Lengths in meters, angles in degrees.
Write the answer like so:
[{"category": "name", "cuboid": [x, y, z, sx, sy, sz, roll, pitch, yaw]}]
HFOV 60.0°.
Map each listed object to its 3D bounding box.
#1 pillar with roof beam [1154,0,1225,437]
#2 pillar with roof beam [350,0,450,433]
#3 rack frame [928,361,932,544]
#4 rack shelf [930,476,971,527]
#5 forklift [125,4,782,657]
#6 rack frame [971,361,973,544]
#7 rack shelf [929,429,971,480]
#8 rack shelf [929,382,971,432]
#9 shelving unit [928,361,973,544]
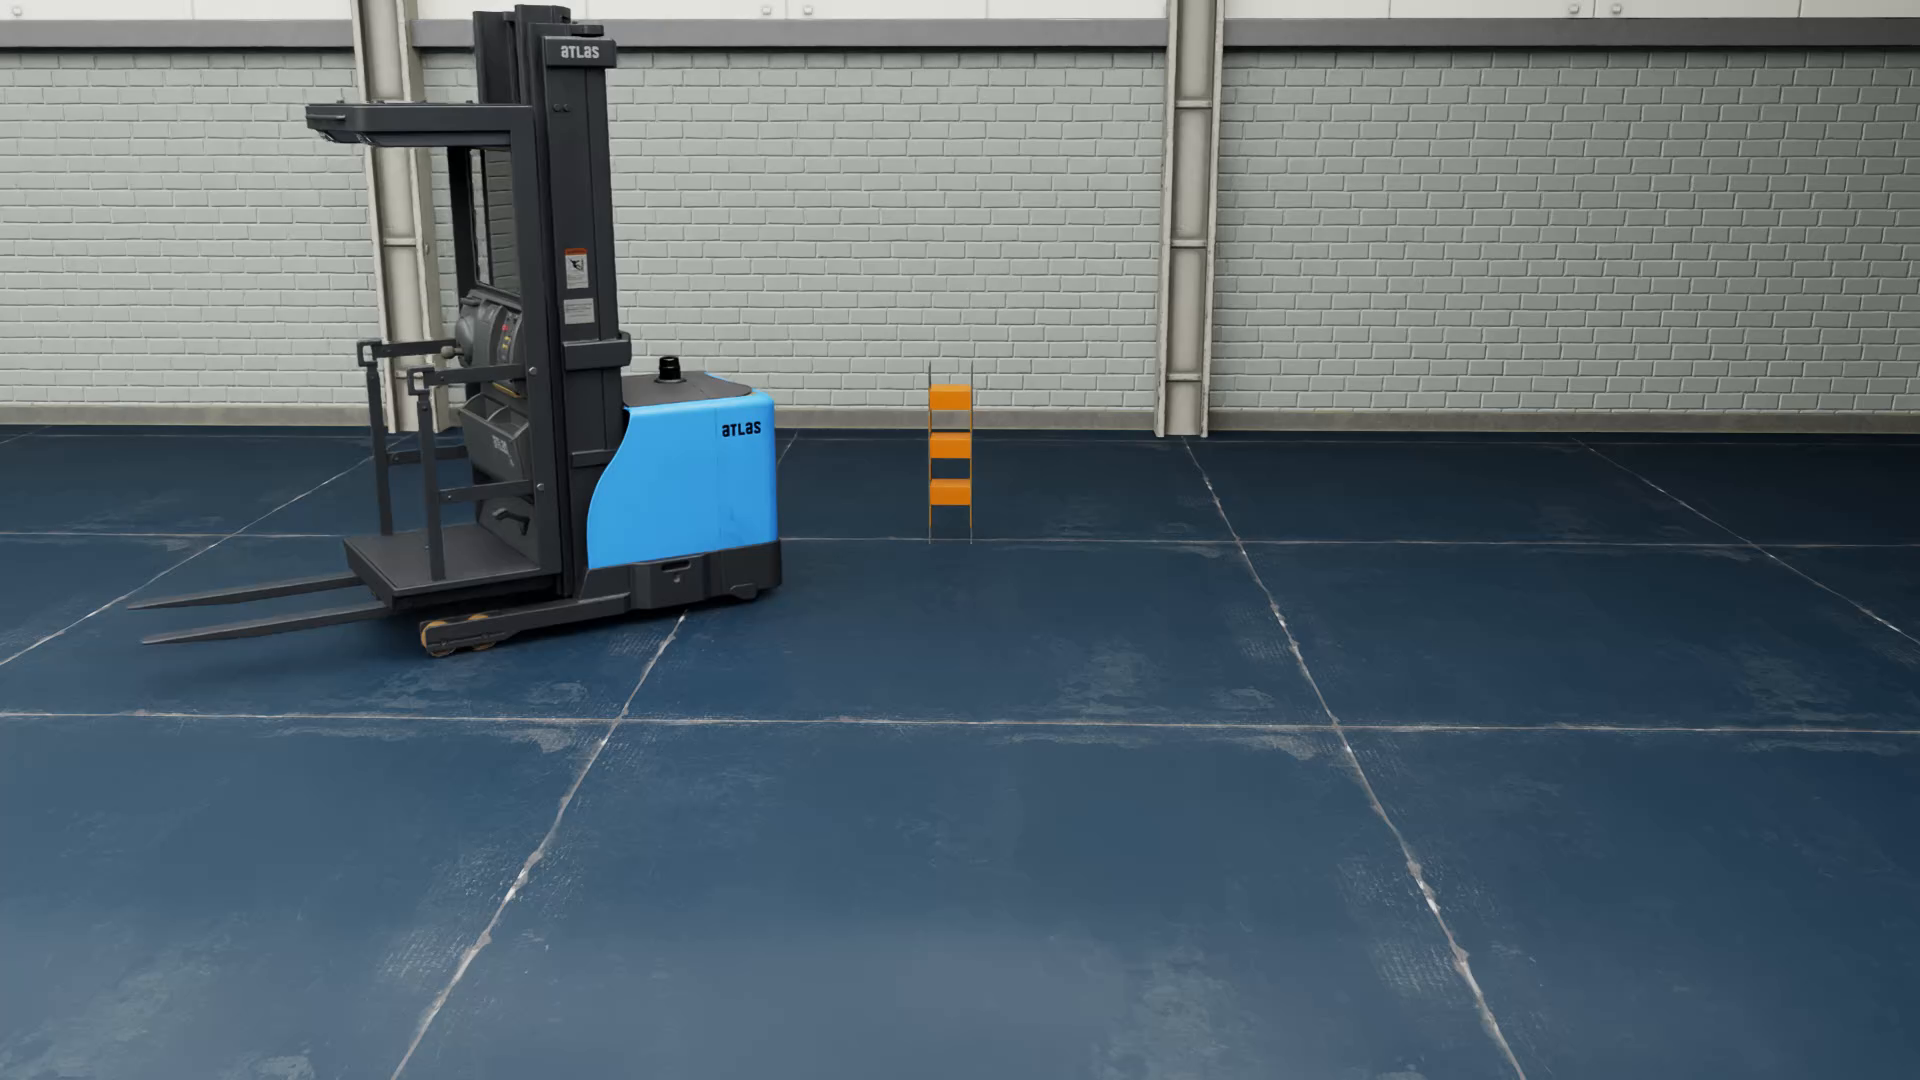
[{"category": "pillar with roof beam", "cuboid": [1.615, -4.090, 7.701, 0.400, 9.000, 9.100, 0, 15, 1]}, {"category": "pillar with roof beam", "cuboid": [-4.383, -4.129, 7.849, 0.400, 9.000, 9.100, 0, 15, 1]}, {"category": "rack frame", "cuboid": [-0.175, -0.509, 9.710, 0.008, 1.050, 0.200, 0, 15, 1]}, {"category": "rack shelf", "cuboid": [-0.053, -0.229, 9.781, 0.240, 0.259, 0.215, 0, 15, 1]}, {"category": "forklift", "cuboid": [-2.457, -1.025, 7.981, 3.031, 2.935, 1.130, -9, 17, -31]}, {"category": "rack frame", "cuboid": [0.068, -0.507, 9.704, 0.008, 1.050, 0.200, 0, 15, 1]}, {"category": "rack shelf", "cuboid": [-0.053, -0.498, 9.710, 0.240, 0.259, 0.215, 0, 15, 1]}, {"category": "rack shelf", "cuboid": [-0.053, -0.772, 9.638, 0.240, 0.259, 0.215, 0, 15, 1]}, {"category": "shelving unit", "cuboid": [-0.053, -0.508, 9.707, 0.252, 1.050, 0.215, 0, 15, 1]}]
